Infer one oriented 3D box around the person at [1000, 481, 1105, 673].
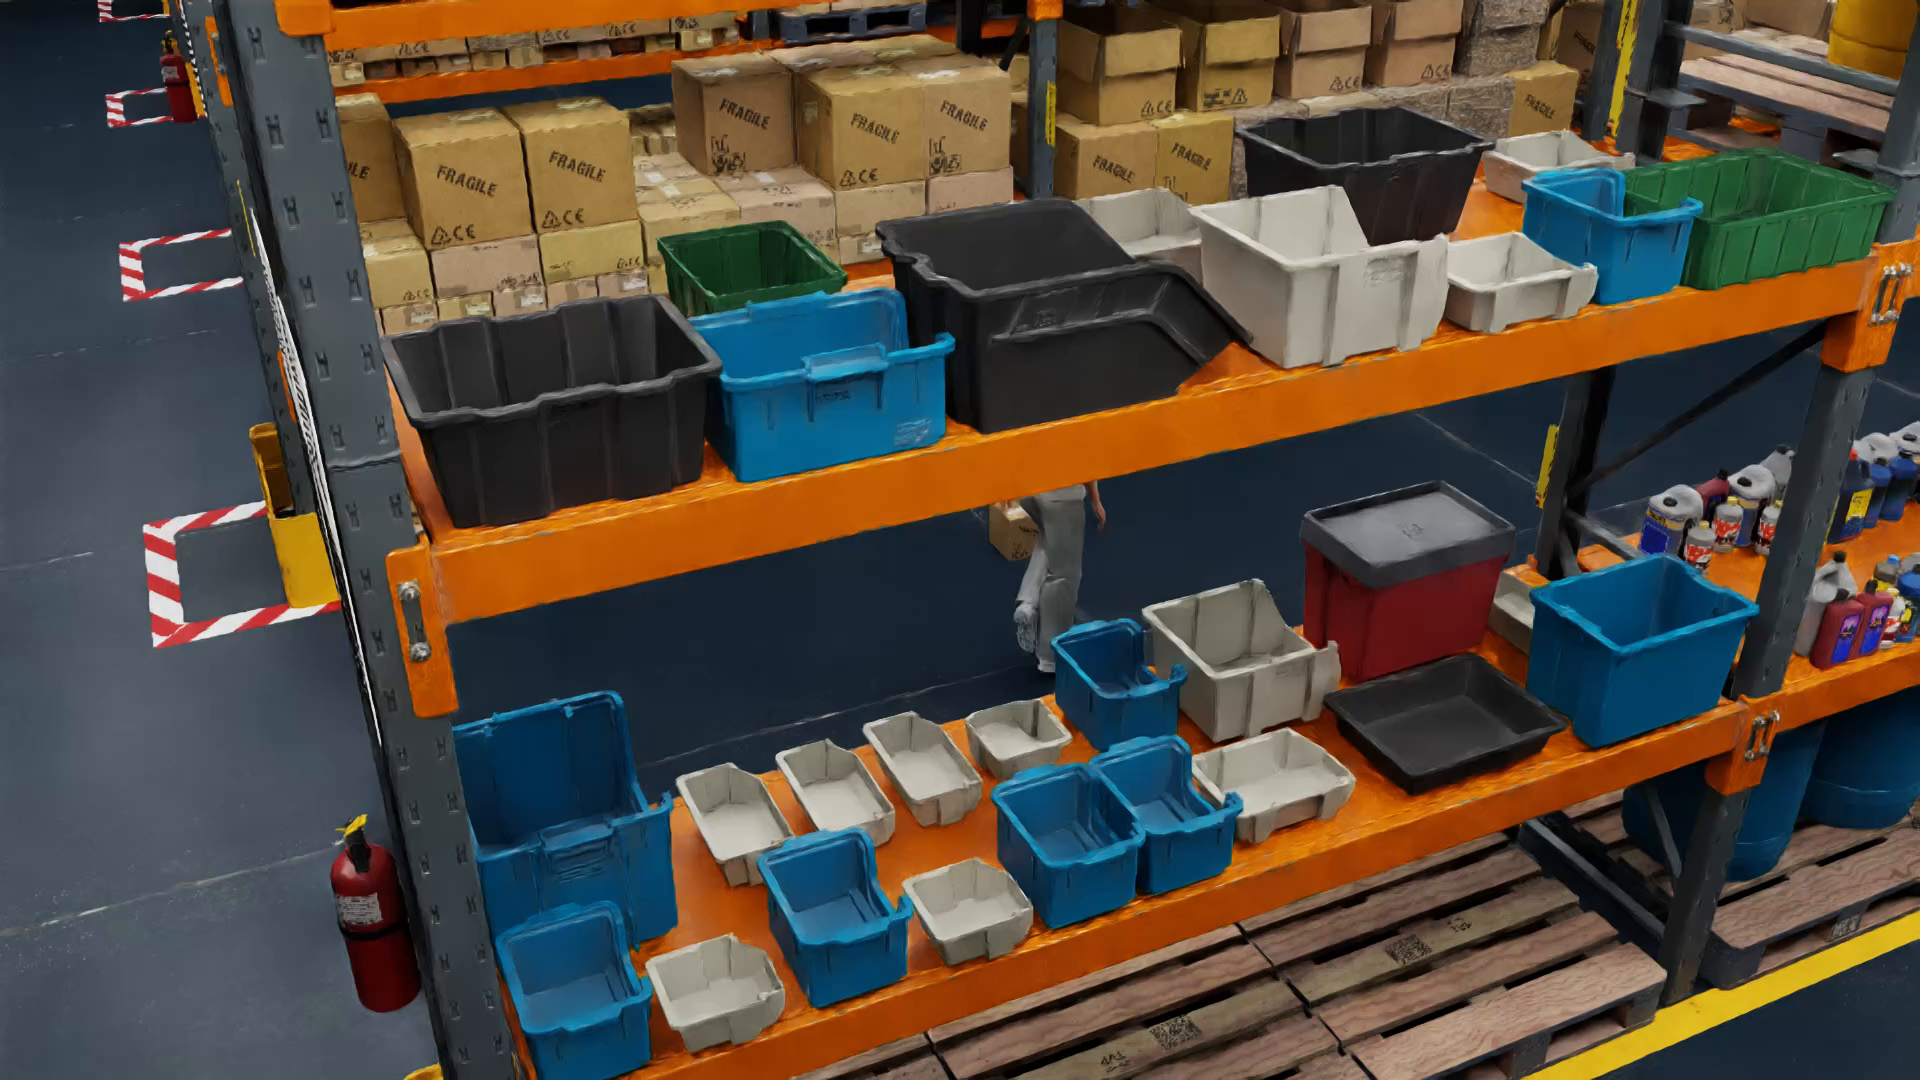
[{"bbox_3d":[0.430,-0.206,7.461,0.472,1.652,0.533,-26,38,-37],"label":"person"}]
